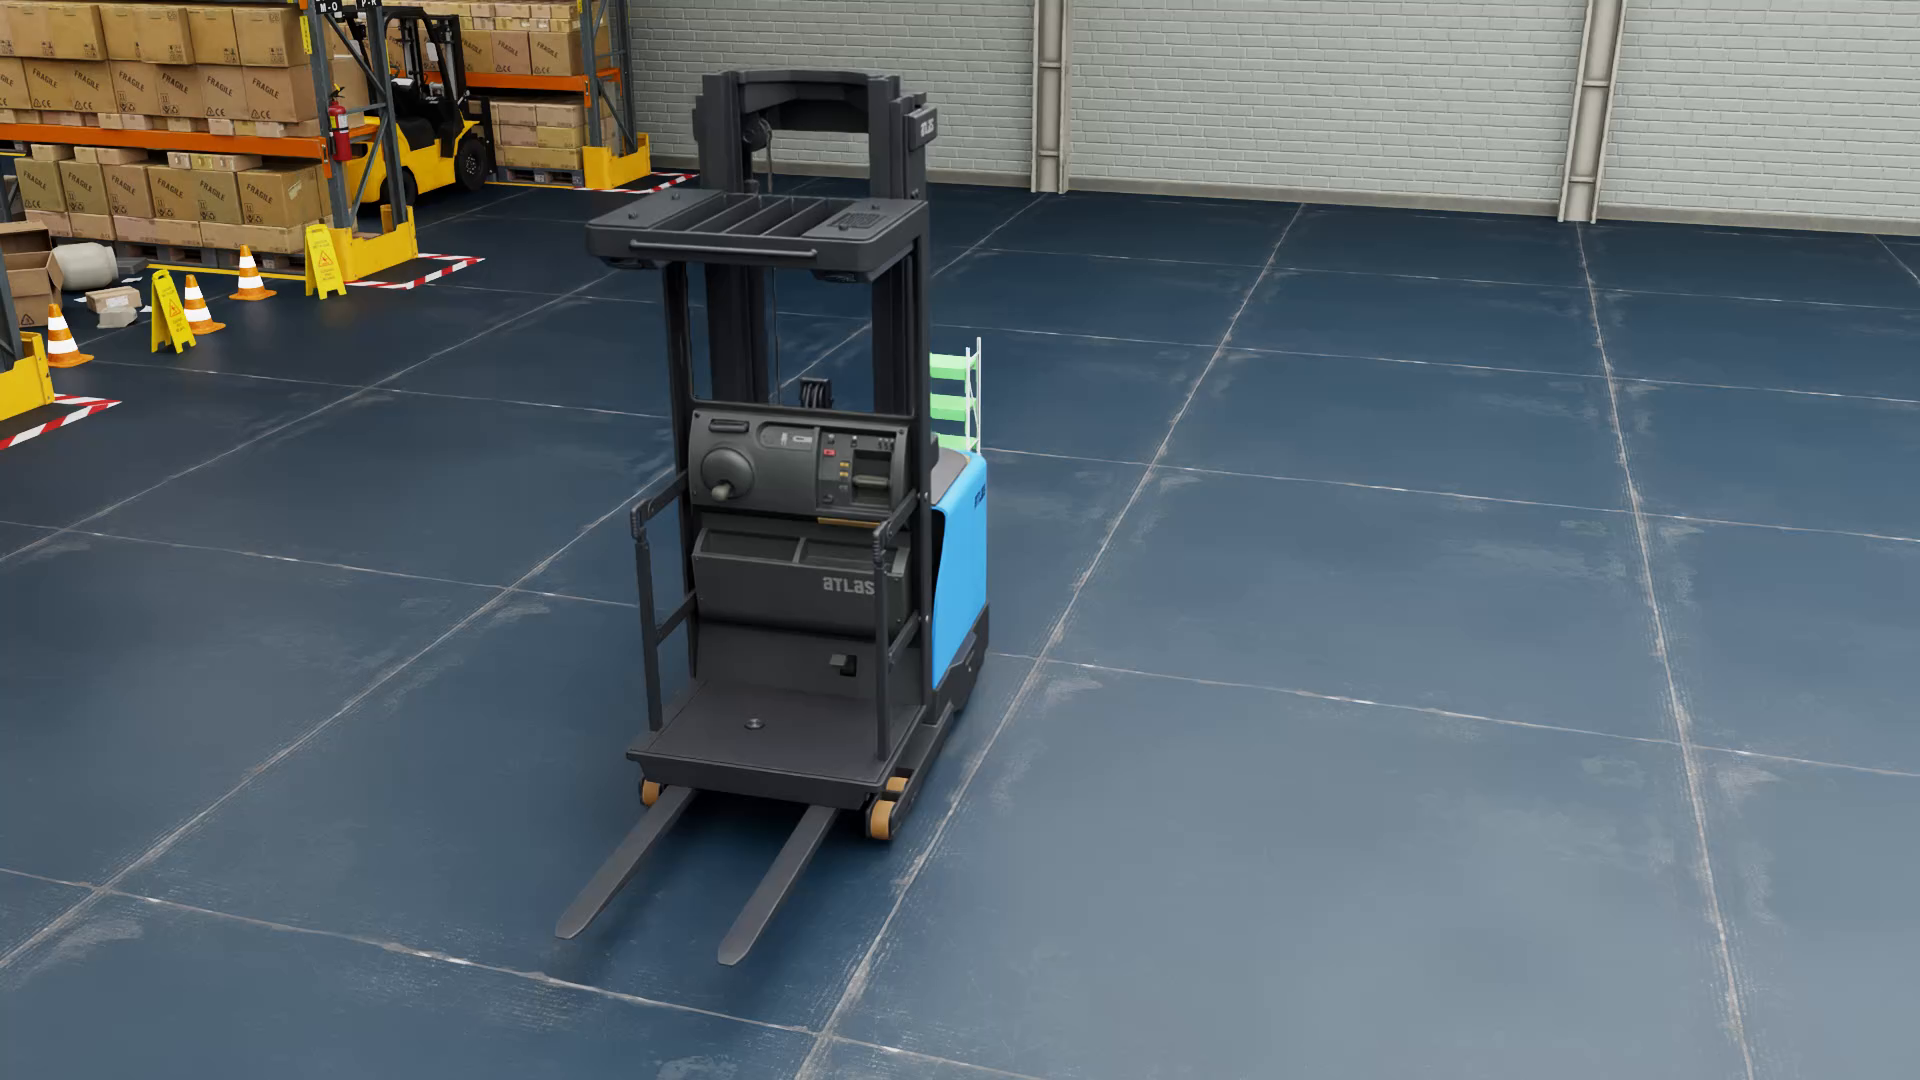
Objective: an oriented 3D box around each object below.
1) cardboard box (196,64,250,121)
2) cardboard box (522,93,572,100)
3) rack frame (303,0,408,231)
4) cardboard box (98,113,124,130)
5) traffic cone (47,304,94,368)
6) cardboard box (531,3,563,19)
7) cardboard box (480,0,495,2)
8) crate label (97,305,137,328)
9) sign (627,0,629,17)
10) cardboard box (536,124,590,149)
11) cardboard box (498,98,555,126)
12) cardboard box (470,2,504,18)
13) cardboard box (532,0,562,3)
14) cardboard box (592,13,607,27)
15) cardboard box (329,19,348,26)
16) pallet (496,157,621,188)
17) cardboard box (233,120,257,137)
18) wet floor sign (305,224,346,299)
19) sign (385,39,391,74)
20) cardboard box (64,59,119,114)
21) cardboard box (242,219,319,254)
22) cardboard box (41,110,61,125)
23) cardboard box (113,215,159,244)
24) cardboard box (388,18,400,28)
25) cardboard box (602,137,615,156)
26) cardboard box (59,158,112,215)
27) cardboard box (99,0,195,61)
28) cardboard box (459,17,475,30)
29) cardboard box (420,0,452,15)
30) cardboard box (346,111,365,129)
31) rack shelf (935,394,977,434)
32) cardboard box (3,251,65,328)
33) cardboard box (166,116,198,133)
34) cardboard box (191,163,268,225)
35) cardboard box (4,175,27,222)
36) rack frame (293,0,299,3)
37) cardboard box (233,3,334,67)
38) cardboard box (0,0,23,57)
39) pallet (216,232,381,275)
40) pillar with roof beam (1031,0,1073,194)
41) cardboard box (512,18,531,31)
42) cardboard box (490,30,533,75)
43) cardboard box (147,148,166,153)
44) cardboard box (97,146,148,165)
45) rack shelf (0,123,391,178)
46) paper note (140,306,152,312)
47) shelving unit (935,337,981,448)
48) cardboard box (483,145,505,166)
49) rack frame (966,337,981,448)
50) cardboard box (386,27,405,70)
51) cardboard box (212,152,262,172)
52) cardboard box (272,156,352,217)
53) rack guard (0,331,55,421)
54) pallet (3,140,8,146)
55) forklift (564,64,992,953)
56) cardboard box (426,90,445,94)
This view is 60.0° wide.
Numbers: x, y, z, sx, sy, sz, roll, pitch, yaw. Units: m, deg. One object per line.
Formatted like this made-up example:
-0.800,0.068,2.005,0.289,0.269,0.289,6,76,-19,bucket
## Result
-6.764,-4.245,15.643,0.500,0.500,0.500,7,23,16,cardboard box
-5.141,-5.409,20.756,0.500,0.250,0.500,7,23,16,cardboard box
-5.686,-4.045,15.679,0.127,3.000,1.000,7,23,16,rack frame
-8.085,-4.073,16.077,0.250,0.149,0.380,7,23,16,cardboard box
-7.118,-1.636,13.149,0.334,0.463,0.336,7,23,16,traffic cone
-4.905,-6.312,19.826,0.250,0.149,0.380,7,23,16,cardboard box
-5.729,-6.629,20.600,0.250,0.149,0.380,6,23,14,cardboard box
-7.236,-1.922,14.276,0.298,0.136,0.250,-5,23,-12,crate label
-4.090,-6.487,20.388,0.005,0.325,0.100,7,23,16,sign
-4.812,-4.942,20.277,0.500,0.250,0.500,6,23,15,cardboard box
-5.278,-5.225,20.307,0.500,0.250,0.500,7,23,16,cardboard box
-5.662,-6.373,19.975,0.250,0.149,0.380,7,23,17,cardboard box
-5.014,-6.512,20.315,0.250,0.149,0.380,7,23,17,cardboard box
-4.506,-6.327,20.255,0.250,0.149,0.380,6,23,14,cardboard box
-7.608,-6.476,20.618,0.250,0.149,0.380,7,23,17,cardboard box
-5.000,-4.628,20.773,1.213,0.211,1.003,7,23,16,pallet
-6.620,-3.916,15.694,0.250,0.149,0.380,6,23,15,cardboard box
-5.814,-2.546,15.128,0.232,0.644,0.267,16,27,34,wet floor sign
-5.530,-4.643,15.996,0.005,0.325,0.100,7,23,16,sign
-8.211,-4.412,16.049,0.500,0.500,0.500,6,23,15,cardboard box
-6.561,-2.961,16.106,0.500,0.250,0.500,6,23,15,cardboard box
-8.787,-4.190,16.362,0.250,0.149,0.380,6,23,15,cardboard box
-8.006,-3.131,16.521,0.500,0.250,0.500,6,23,15,cardboard box
-6.885,-6.374,20.370,0.250,0.149,0.380,6,23,15,cardboard box
-4.670,-4.896,20.823,0.500,0.250,0.500,7,23,16,cardboard box
-8.513,-3.536,16.519,0.500,0.500,0.500,8,23,18,cardboard box
-7.676,-4.850,15.801,0.500,0.500,0.700,6,23,15,cardboard box
-5.904,-6.263,20.100,0.250,0.149,0.380,7,23,16,cardboard box
-6.366,-6.496,20.274,0.250,0.149,0.380,7,23,16,cardboard box
-5.952,-4.041,16.001,0.250,0.149,0.380,7,23,16,cardboard box
-0.158,-0.736,9.520,0.480,0.148,0.258,7,23,16,rack shelf
-8.099,-2.163,14.380,0.637,0.503,0.797,-9,24,-21,cardboard box
-7.351,-4.007,15.917,0.250,0.149,0.380,6,23,15,cardboard box
-7.029,-3.363,16.099,0.500,0.500,0.500,7,23,17,cardboard box
-10.019,-3.519,17.305,0.625,0.372,0.950,7,23,16,cardboard box
-8.086,-6.288,21.146,0.127,3.000,1.000,7,23,16,rack frame
-6.239,-4.668,15.357,0.500,0.500,0.700,6,23,14,cardboard box
-9.157,-5.003,16.173,0.500,0.500,0.700,6,23,15,cardboard box
-6.527,-2.865,16.477,1.213,0.211,1.003,7,23,16,pallet
-0.162,-6.807,14.506,0.400,9.000,9.100,7,23,16,pillar with roof beam
-5.153,-6.200,19.945,0.250,0.149,0.380,7,23,17,cardboard box
-5.297,-5.914,20.104,0.500,0.500,0.500,7,23,17,cardboard box
-8.385,-3.730,16.993,0.500,0.500,0.500,7,23,16,cardboard box
-8.176,-3.771,16.237,0.250,0.149,0.380,8,24,19,cardboard box
-7.601,-3.932,16.350,4.000,0.370,1.077,7,23,16,rack shelf
-7.166,-2.052,14.732,0.142,0.019,0.148,-1,22,-3,paper note
-0.158,-0.573,9.587,0.503,1.200,0.258,7,23,16,shelving unit
-5.747,-4.824,20.648,0.500,0.250,0.500,7,23,16,cardboard box
0.075,-0.547,9.521,0.015,1.200,0.240,7,23,16,rack frame
-6.748,-6.084,20.518,0.500,0.500,0.500,6,23,15,cardboard box
-6.900,-3.623,15.878,0.250,0.149,0.380,7,23,17,cardboard box
-6.402,-3.506,16.445,0.500,0.500,0.500,6,23,14,cardboard box
-6.997,-1.077,11.736,0.348,0.500,1.175,7,23,16,rack guard
-13.783,-5.666,23.305,1.213,0.211,1.003,7,23,16,pallet
-0.700,-0.318,6.684,1.130,2.935,3.031,6,23,13,forklift
-6.589,-5.578,21.169,0.500,0.250,0.500,7,23,16,cardboard box
